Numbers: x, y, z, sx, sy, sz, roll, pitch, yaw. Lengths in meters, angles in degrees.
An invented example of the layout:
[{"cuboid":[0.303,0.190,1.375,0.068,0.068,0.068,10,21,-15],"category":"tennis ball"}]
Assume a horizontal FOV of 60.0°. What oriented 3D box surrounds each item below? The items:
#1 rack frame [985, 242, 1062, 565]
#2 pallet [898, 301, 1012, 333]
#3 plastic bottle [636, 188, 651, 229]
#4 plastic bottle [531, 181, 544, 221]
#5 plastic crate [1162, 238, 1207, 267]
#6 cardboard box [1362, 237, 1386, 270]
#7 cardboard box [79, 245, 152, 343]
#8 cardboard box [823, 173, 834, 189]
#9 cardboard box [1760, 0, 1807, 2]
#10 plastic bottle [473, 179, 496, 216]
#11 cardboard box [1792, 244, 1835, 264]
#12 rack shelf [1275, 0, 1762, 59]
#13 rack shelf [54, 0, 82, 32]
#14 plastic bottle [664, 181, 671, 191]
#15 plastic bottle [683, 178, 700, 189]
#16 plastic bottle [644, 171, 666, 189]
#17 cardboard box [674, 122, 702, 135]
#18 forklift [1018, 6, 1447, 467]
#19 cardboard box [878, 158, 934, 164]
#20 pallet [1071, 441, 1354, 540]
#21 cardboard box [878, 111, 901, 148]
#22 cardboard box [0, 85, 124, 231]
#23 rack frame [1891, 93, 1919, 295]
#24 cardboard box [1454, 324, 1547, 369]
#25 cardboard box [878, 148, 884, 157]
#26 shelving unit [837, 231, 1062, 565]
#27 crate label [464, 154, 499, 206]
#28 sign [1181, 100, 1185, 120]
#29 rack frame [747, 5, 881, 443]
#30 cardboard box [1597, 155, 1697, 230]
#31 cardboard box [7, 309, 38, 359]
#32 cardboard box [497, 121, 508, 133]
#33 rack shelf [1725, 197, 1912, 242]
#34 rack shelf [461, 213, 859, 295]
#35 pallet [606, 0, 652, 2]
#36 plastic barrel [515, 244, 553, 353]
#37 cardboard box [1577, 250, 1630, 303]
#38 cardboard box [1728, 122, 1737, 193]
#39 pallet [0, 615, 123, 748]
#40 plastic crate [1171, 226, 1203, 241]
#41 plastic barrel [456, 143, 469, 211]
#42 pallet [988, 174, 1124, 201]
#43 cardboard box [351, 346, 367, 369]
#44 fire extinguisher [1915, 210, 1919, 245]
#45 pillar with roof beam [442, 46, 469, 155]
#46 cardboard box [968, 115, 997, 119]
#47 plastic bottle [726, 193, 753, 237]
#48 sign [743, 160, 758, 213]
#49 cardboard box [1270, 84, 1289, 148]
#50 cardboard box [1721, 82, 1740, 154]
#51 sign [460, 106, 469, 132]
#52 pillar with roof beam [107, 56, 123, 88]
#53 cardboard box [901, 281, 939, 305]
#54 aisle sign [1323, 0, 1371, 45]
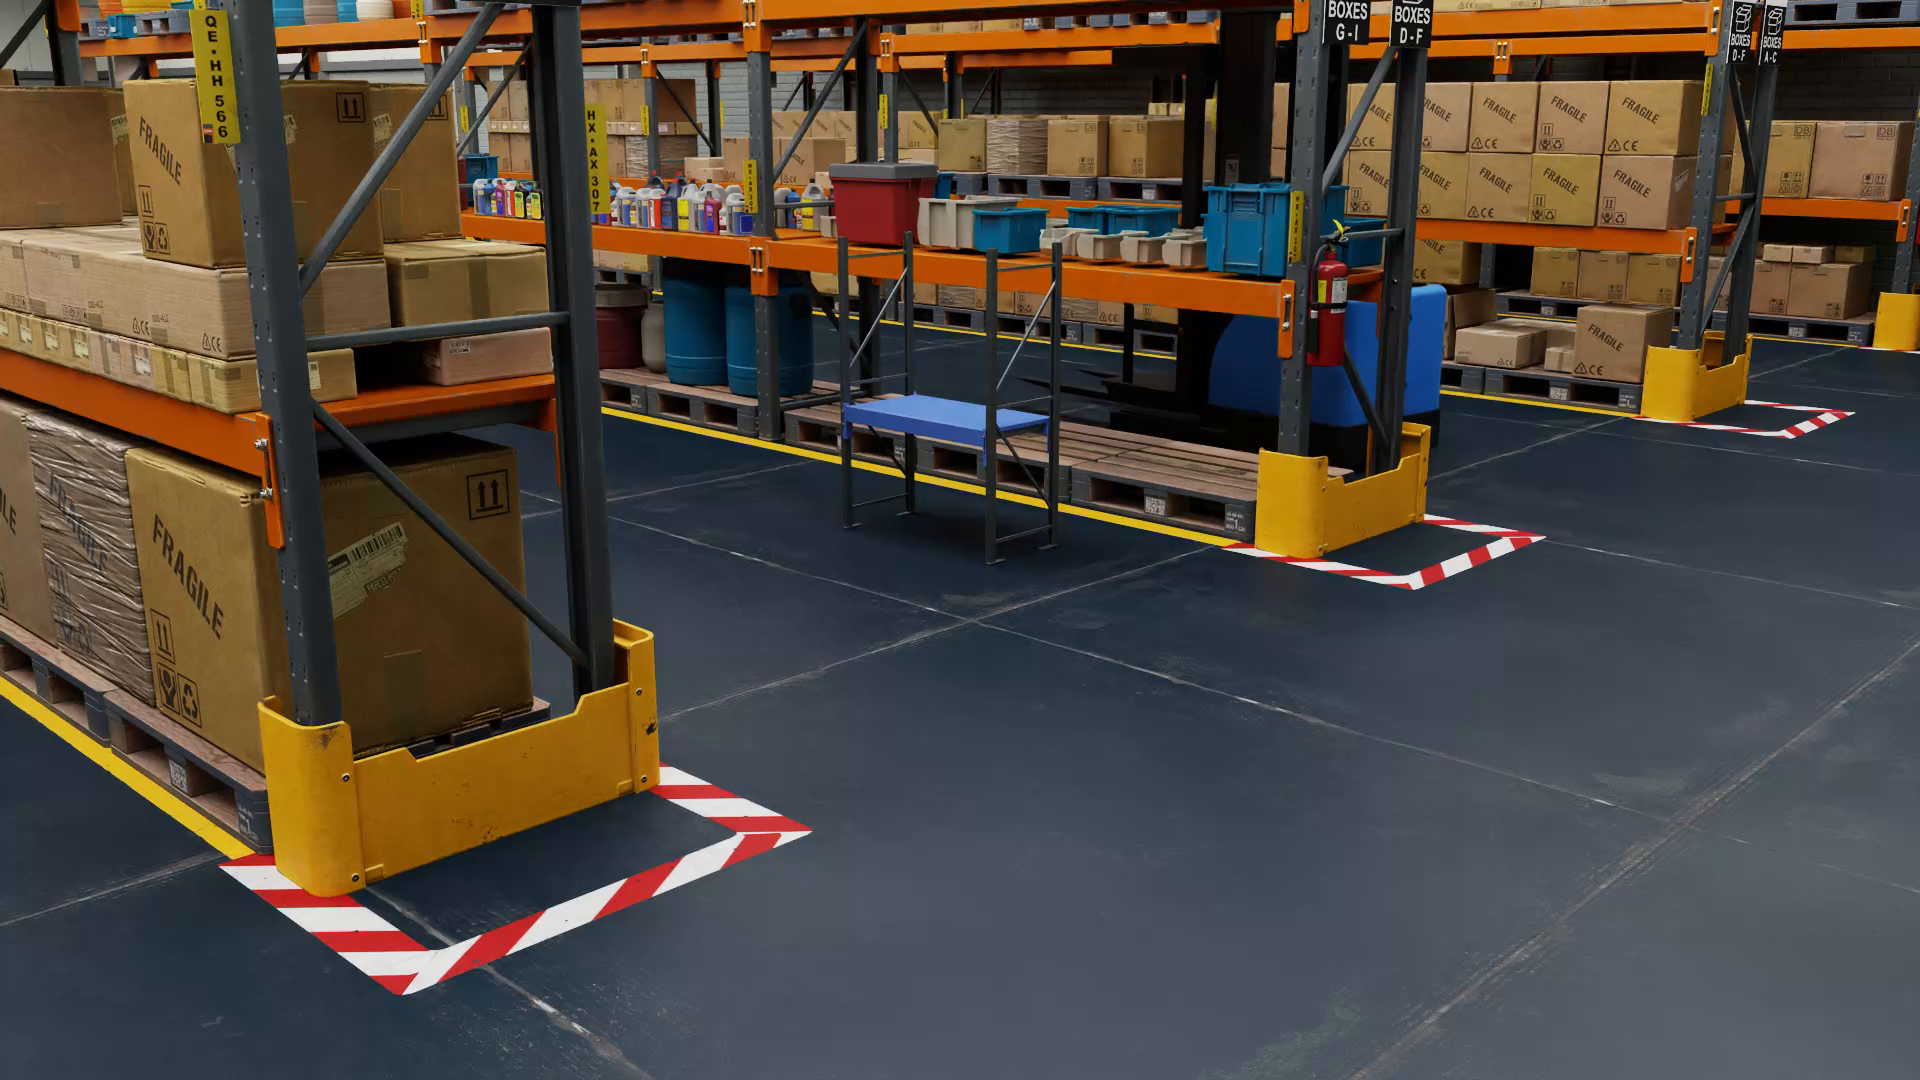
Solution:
[{"cuboid":[0.305,-0.652,7.959,0.032,1.500,0.500,14,20,42],"category":"rack frame"},{"cuboid":[0.137,-2.302,16.848,1.213,0.211,1.003,14,20,42],"category":"pallet"},{"cuboid":[-2.167,-2.316,11.619,0.135,0.276,0.152,14,20,42],"category":"plastic bottle"},{"cuboid":[-3.164,-2.546,12.487,0.133,0.283,0.061,14,20,42],"category":"plastic bottle"},{"cuboid":[1.231,-1.502,8.650,0.243,0.136,0.396,14,20,42],"category":"plastic crate"},{"cuboid":[4.741,-3.397,18.950,0.750,0.750,0.750,-14,20,-43],"category":"cardboard box"},{"cuboid":[-2.392,-0.788,5.215,0.500,0.250,0.500,13,20,41],"category":"cardboard box"},{"cuboid":[-1.214,-3.774,17.467,0.250,0.149,0.380,14,20,42],"category":"cardboard box"},{"cuboid":[7.733,-5.090,15.335,0.500,0.250,0.500,13,19,40],"category":"cardboard box"},{"cuboid":[-3.728,-2.696,13.076,0.135,0.276,0.152,14,20,42],"category":"plastic bottle"},{"cuboid":[8.028,-2.690,15.644,0.250,0.149,0.380,13,20,42],"category":"cardboard box"},{"cuboid":[3.945,-3.842,12.706,4.000,0.370,1.077,14,20,42],"category":"rack shelf"},{"cuboid":[-2.934,-2.045,5.808,4.000,0.370,1.077,14,20,42],"category":"rack shelf"},{"cuboid":[-2.218,-2.574,12.592,0.133,0.283,0.061,14,20,42],"category":"plastic bottle"},{"cuboid":[-1.858,-2.326,11.509,0.185,0.351,0.144,14,20,42],"category":"plastic bottle"},{"cuboid":[-2.319,-2.638,12.704,0.185,0.351,0.144,14,20,42],"category":"plastic bottle"},{"cuboid":[-3.313,-4.933,19.932,0.250,0.149,0.380,14,20,42],"category":"cardboard box"},{"cuboid":[1.657,-2.145,10.852,1.130,2.935,3.031,-12,19,-39],"category":"forklift"},{"cuboid":[-0.606,-3.817,17.310,0.500,0.311,0.500,-13,19,-41],"category":"cardboard box"},{"cuboid":[1.377,-0.292,9.135,1.213,0.211,1.003,14,20,42],"category":"pallet"},{"cuboid":[-1.092,-5.892,23.865,0.500,0.500,0.500,13,19,41],"category":"cardboard box"},{"cuboid":[-3.479,-1.418,6.144,0.500,0.500,0.500,13,19,40],"category":"cardboard box"},{"cuboid":[8.820,-3.288,15.104,0.127,3.000,1.000,14,20,42],"category":"rack frame"},{"cuboid":[4.159,-1.493,12.794,0.500,0.250,0.500,14,20,42],"category":"cardboard box"},{"cuboid":[-1.095,-5.528,23.955,0.500,0.250,0.500,14,20,42],"category":"cardboard box"},{"cuboid":[-0.061,-0.741,8.300,1.048,1.500,0.538,14,20,42],"category":"shelving unit"},{"cuboid":[-4.343,-3.130,14.427,0.616,0.435,0.502,14,20,42],"category":"crate label"},{"cuboid":[2.691,-5.110,19.957,0.005,0.325,0.100,14,20,42],"category":"sign"},{"cuboid":[-0.936,-2.190,10.889,0.127,3.000,1.000,14,20,42],"category":"rack frame"},{"cuboid":[4.873,-2.466,11.749,0.500,0.500,0.500,-14,20,-42],"category":"cardboard box"},{"cuboid":[-3.079,-0.740,5.821,0.380,0.149,0.250,-14,20,-43],"category":"cardboard box"},{"cuboid":[-5.808,-5.398,21.714,0.250,0.149,0.380,13,19,41],"category":"cardboard box"},{"cuboid":[7.381,-3.290,16.538,4.000,0.370,1.077,14,20,42],"category":"rack shelf"},{"cuboid":[-2.375,-2.192,12.323,4.000,0.370,1.077,14,20,42],"category":"rack shelf"},{"cuboid":[-1.568,-3.670,10.993,1.003,0.211,1.213,14,20,42],"category":"pallet"},{"cuboid":[-3.451,-1.961,13.480,0.708,0.830,0.600,14,20,42],"category":"plastic barrel"},{"cuboid":[6.767,-2.744,17.139,0.500,0.500,0.700,13,20,42],"category":"cardboard box"},{"cuboid":[7.372,-3.781,16.401,0.700,0.700,0.980,12,19,40],"category":"cardboard box"},{"cuboid":[-2.998,0.419,6.406,1.213,0.211,1.003,14,20,42],"category":"pallet"},{"cuboid":[1.333,-1.685,9.352,0.298,0.136,0.250,14,20,42],"category":"plastic crate"},{"cuboid":[-4.360,-2.982,13.659,0.708,0.536,0.600,14,20,42],"category":"plastic barrel"},{"cuboid":[1.029,-3.356,15.745,1.213,0.211,1.003,14,20,42],"category":"pallet"},{"cuboid":[-1.891,-0.681,5.595,0.250,0.149,0.380,13,19,41],"category":"cardboard box"},{"cuboid":[8.609,-2.960,14.738,0.183,0.674,0.296,14,20,42],"category":"fire extinguisher"},{"cuboid":[-13.220,-10.345,30.288,0.400,9.000,9.100,14,20,42],"category":"pillar with roof beam"},{"cuboid":[0.525,-5.555,22.730,0.500,0.500,0.700,14,20,42],"category":"cardboard box"},{"cuboid":[-1.444,-2.141,10.944,0.135,0.276,0.152,14,20,42],"category":"plastic bottle"},{"cuboid":[-1.319,-2.225,10.472,0.005,0.325,0.100,14,20,42],"category":"sign"},{"cuboid":[2.649,-3.487,13.686,0.500,0.500,0.500,-14,20,-43],"category":"cardboard box"},{"cuboid":[5.248,-3.046,11.994,0.500,0.500,0.500,-14,20,-42],"category":"cardboard box"},{"cuboid":[-6.523,-5.546,21.896,0.005,0.325,0.100,14,20,42],"category":"sign"},{"cuboid":[-26.178,-13.495,42.378,0.400,9.000,9.100,14,20,42],"category":"pillar with roof beam"},{"cuboid":[-0.245,-2.661,16.779,0.500,0.500,0.500,-13,20,-42],"category":"cardboard box"},{"cuboid":[1.792,-2.682,7.622,0.004,0.787,0.394,14,20,42],"category":"aisle sign"}]
